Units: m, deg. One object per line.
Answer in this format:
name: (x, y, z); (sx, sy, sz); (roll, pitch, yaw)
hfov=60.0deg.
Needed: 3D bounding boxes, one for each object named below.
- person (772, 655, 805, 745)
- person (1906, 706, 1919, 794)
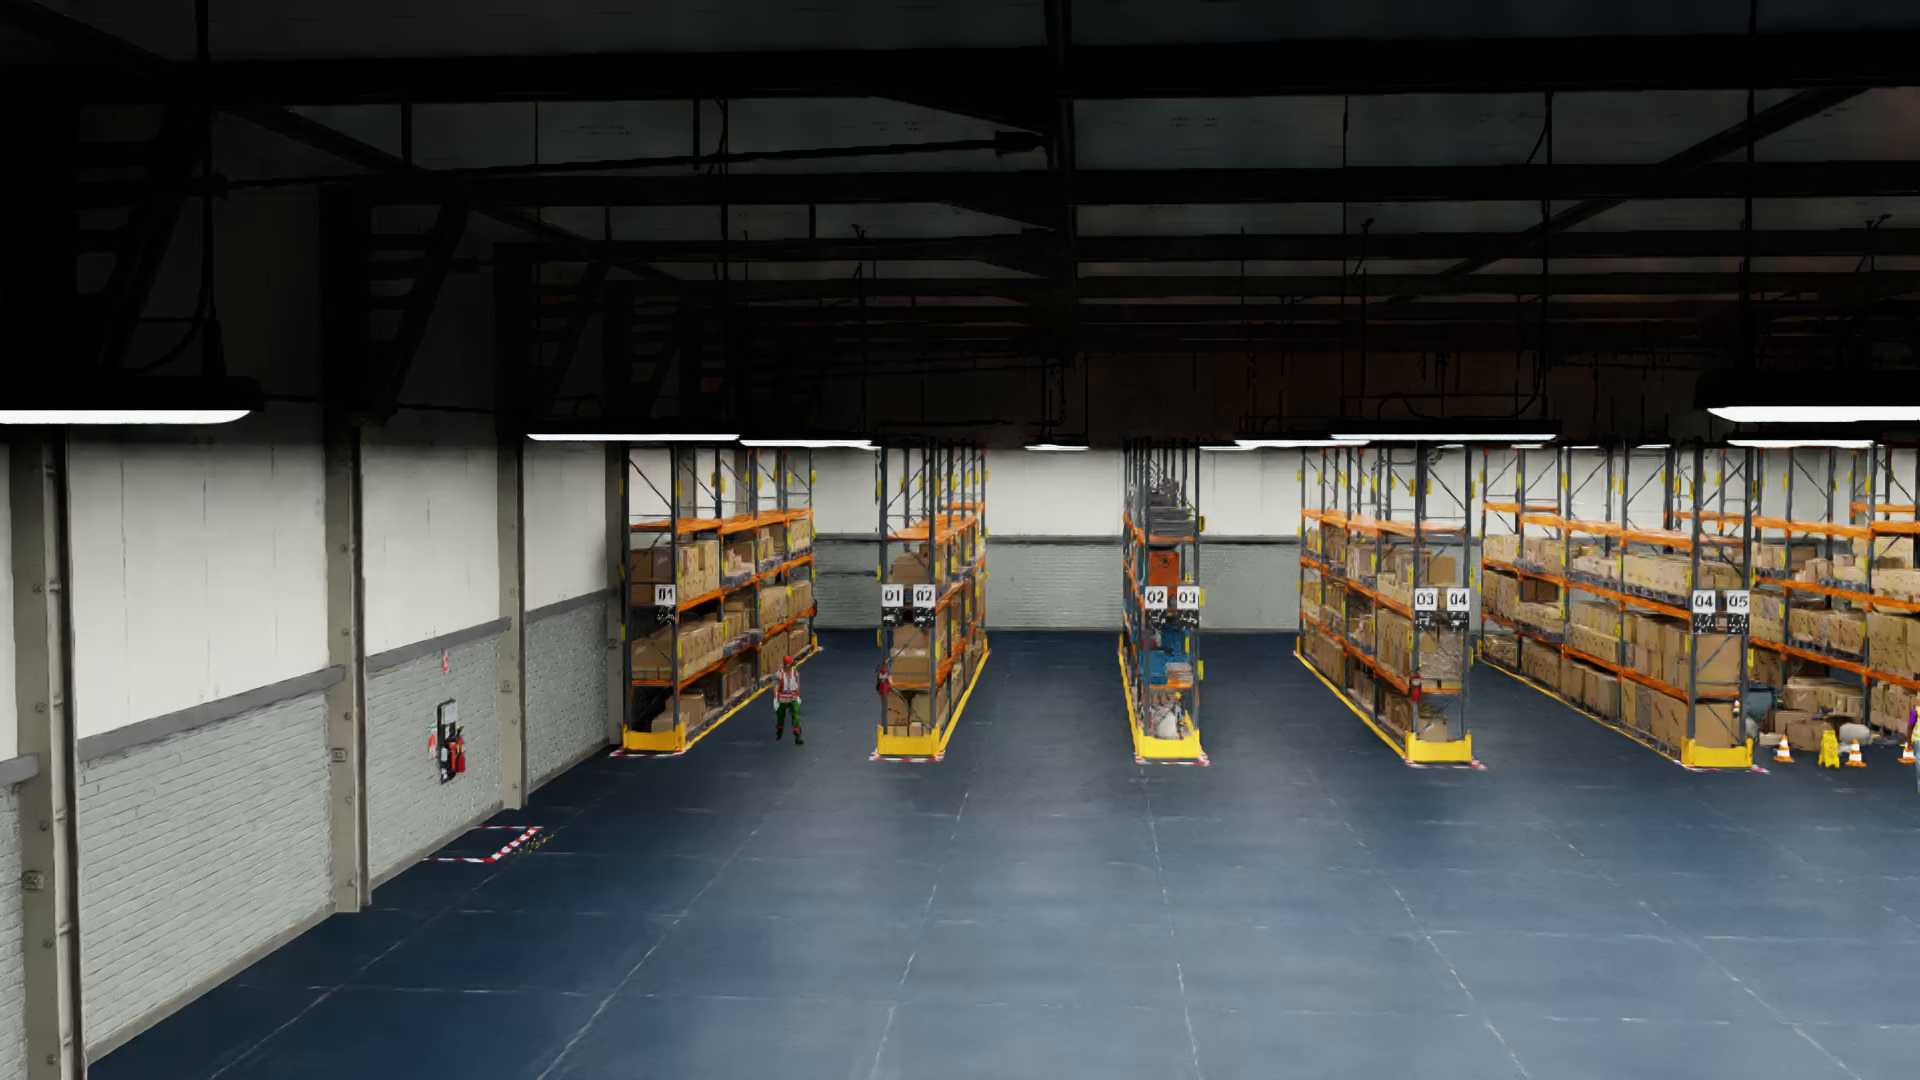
person: (-3.368, 3.118, 32.538); (0.596, 1.746, 0.970); (-1, 3, -18)
person: (16.196, 3.369, 27.809); (0.571, 1.706, 1.042); (1, 3, 14)
